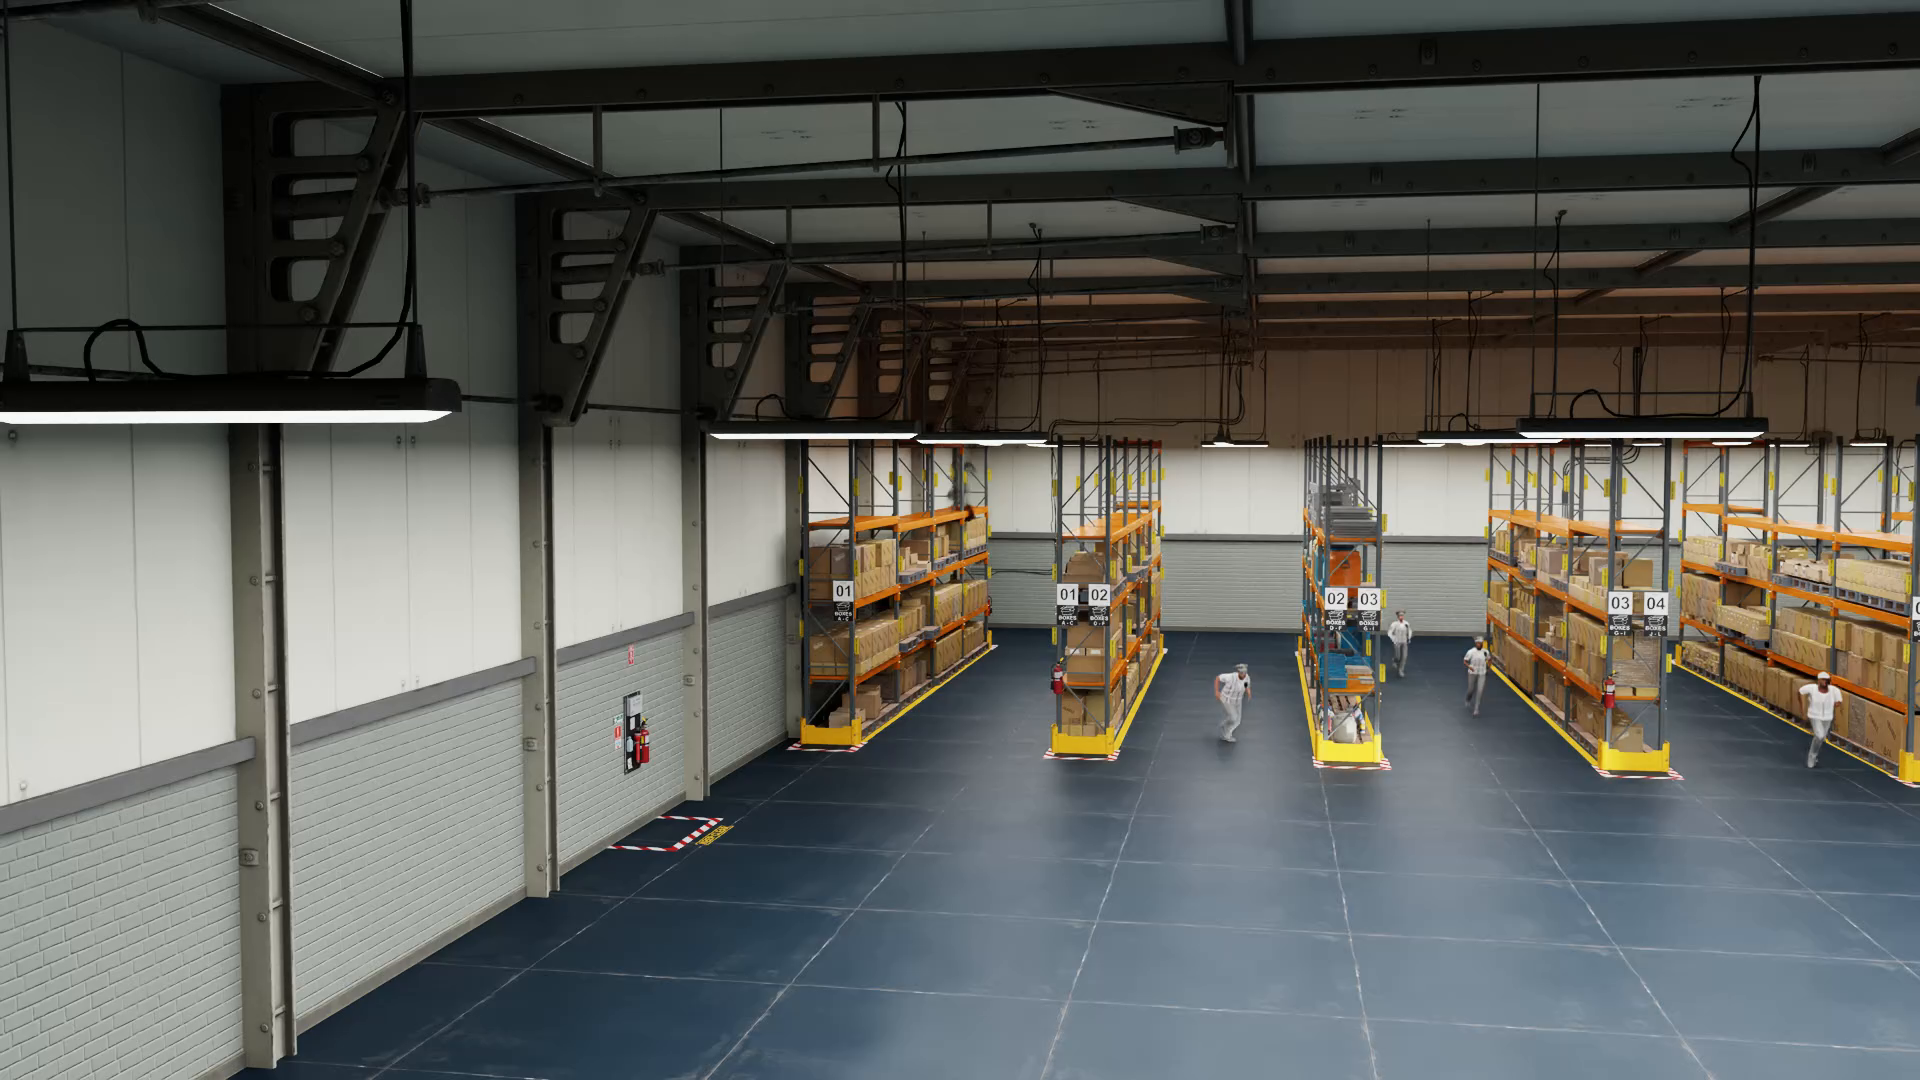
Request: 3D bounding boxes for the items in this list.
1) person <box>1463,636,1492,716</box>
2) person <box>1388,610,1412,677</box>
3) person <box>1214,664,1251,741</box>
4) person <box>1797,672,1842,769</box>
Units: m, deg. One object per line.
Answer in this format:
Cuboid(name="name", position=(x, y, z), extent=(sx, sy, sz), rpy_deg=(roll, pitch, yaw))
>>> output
Cuboid(name="person", position=(11.232, 2.923, 36.100), extent=(0.593, 1.687, 0.958), rpy_deg=(1, 3, 9))
Cuboid(name="person", position=(11.212, 2.619, 42.335), extent=(0.630, 1.680, 0.677), rpy_deg=(0, 3, -1))
Cuboid(name="person", position=(5.322, 3.183, 32.452), extent=(0.694, 1.572, 0.892), rpy_deg=(-1, 3, -24))
Cuboid(name="person", position=(15.480, 3.234, 29.911), extent=(0.662, 1.762, 0.839), rpy_deg=(0, 3, 6))
